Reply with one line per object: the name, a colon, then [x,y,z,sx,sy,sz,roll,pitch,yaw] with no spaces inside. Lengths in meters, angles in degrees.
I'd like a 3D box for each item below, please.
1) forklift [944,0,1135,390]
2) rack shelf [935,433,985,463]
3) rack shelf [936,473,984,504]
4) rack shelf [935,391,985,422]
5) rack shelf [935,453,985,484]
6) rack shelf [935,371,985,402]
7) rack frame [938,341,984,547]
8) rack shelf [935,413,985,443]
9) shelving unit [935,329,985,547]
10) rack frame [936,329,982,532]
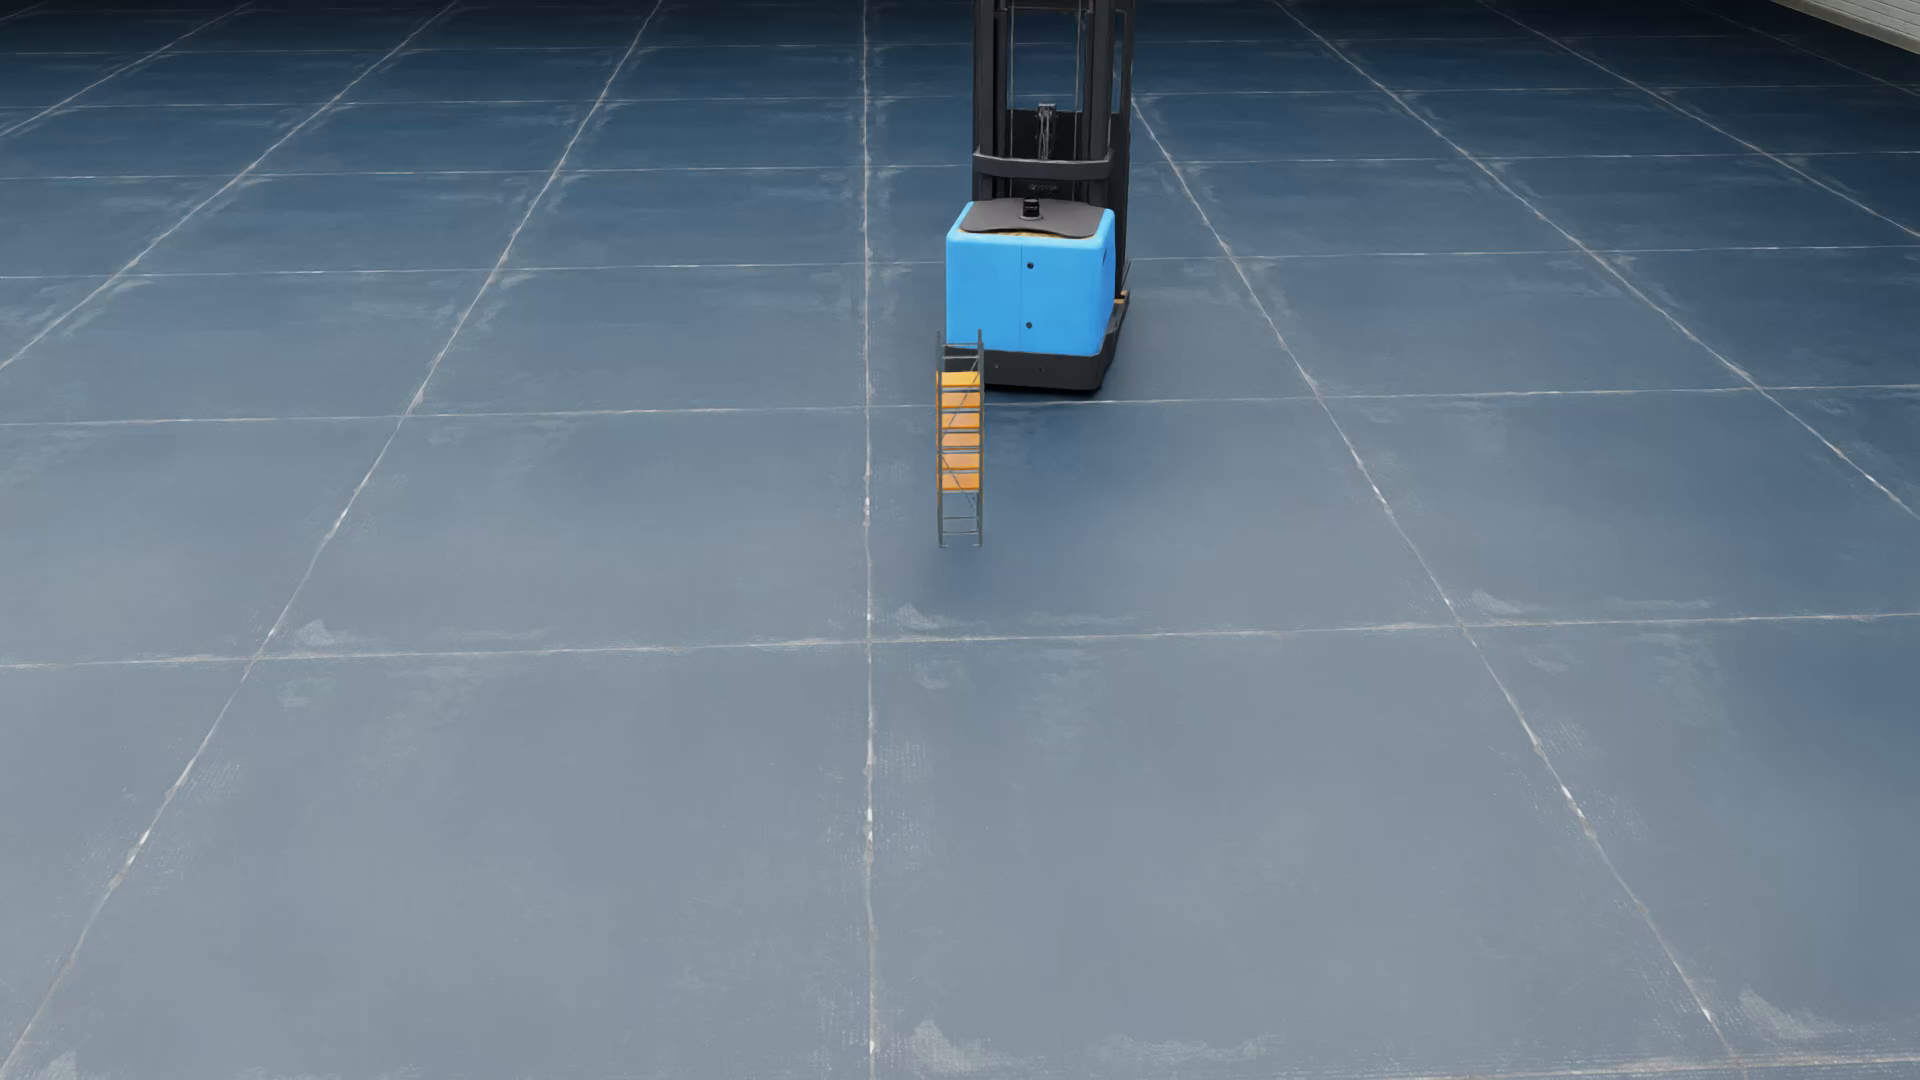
forklift: [0.674,-2.949,11.735,1.130,2.935,3.031,5,28,9]
rack shelf: [-0.001,-0.499,9.006,0.258,0.103,0.180,-1,28,-3]
rack shelf: [-0.001,-0.286,9.117,0.258,0.103,0.180,-1,28,-3]
rack shelf: [-0.001,-0.712,8.895,0.258,0.103,0.180,-1,28,-3]
rack shelf: [-0.001,-0.393,9.061,0.258,0.103,0.180,-1,28,-3]
rack shelf: [-0.001,-0.818,8.839,0.258,0.103,0.180,-1,28,-3]
rack frame: [0.004,-0.496,8.904,0.240,1.200,0.006,-1,28,-3]
rack shelf: [-0.001,-0.606,8.950,0.258,0.103,0.180,-1,28,-3]
shelving unit: [-0.001,-0.539,8.985,0.258,1.200,0.189,-1,28,-3]
rack frame: [-0.006,-0.581,9.066,0.240,1.200,0.006,-1,28,-3]
